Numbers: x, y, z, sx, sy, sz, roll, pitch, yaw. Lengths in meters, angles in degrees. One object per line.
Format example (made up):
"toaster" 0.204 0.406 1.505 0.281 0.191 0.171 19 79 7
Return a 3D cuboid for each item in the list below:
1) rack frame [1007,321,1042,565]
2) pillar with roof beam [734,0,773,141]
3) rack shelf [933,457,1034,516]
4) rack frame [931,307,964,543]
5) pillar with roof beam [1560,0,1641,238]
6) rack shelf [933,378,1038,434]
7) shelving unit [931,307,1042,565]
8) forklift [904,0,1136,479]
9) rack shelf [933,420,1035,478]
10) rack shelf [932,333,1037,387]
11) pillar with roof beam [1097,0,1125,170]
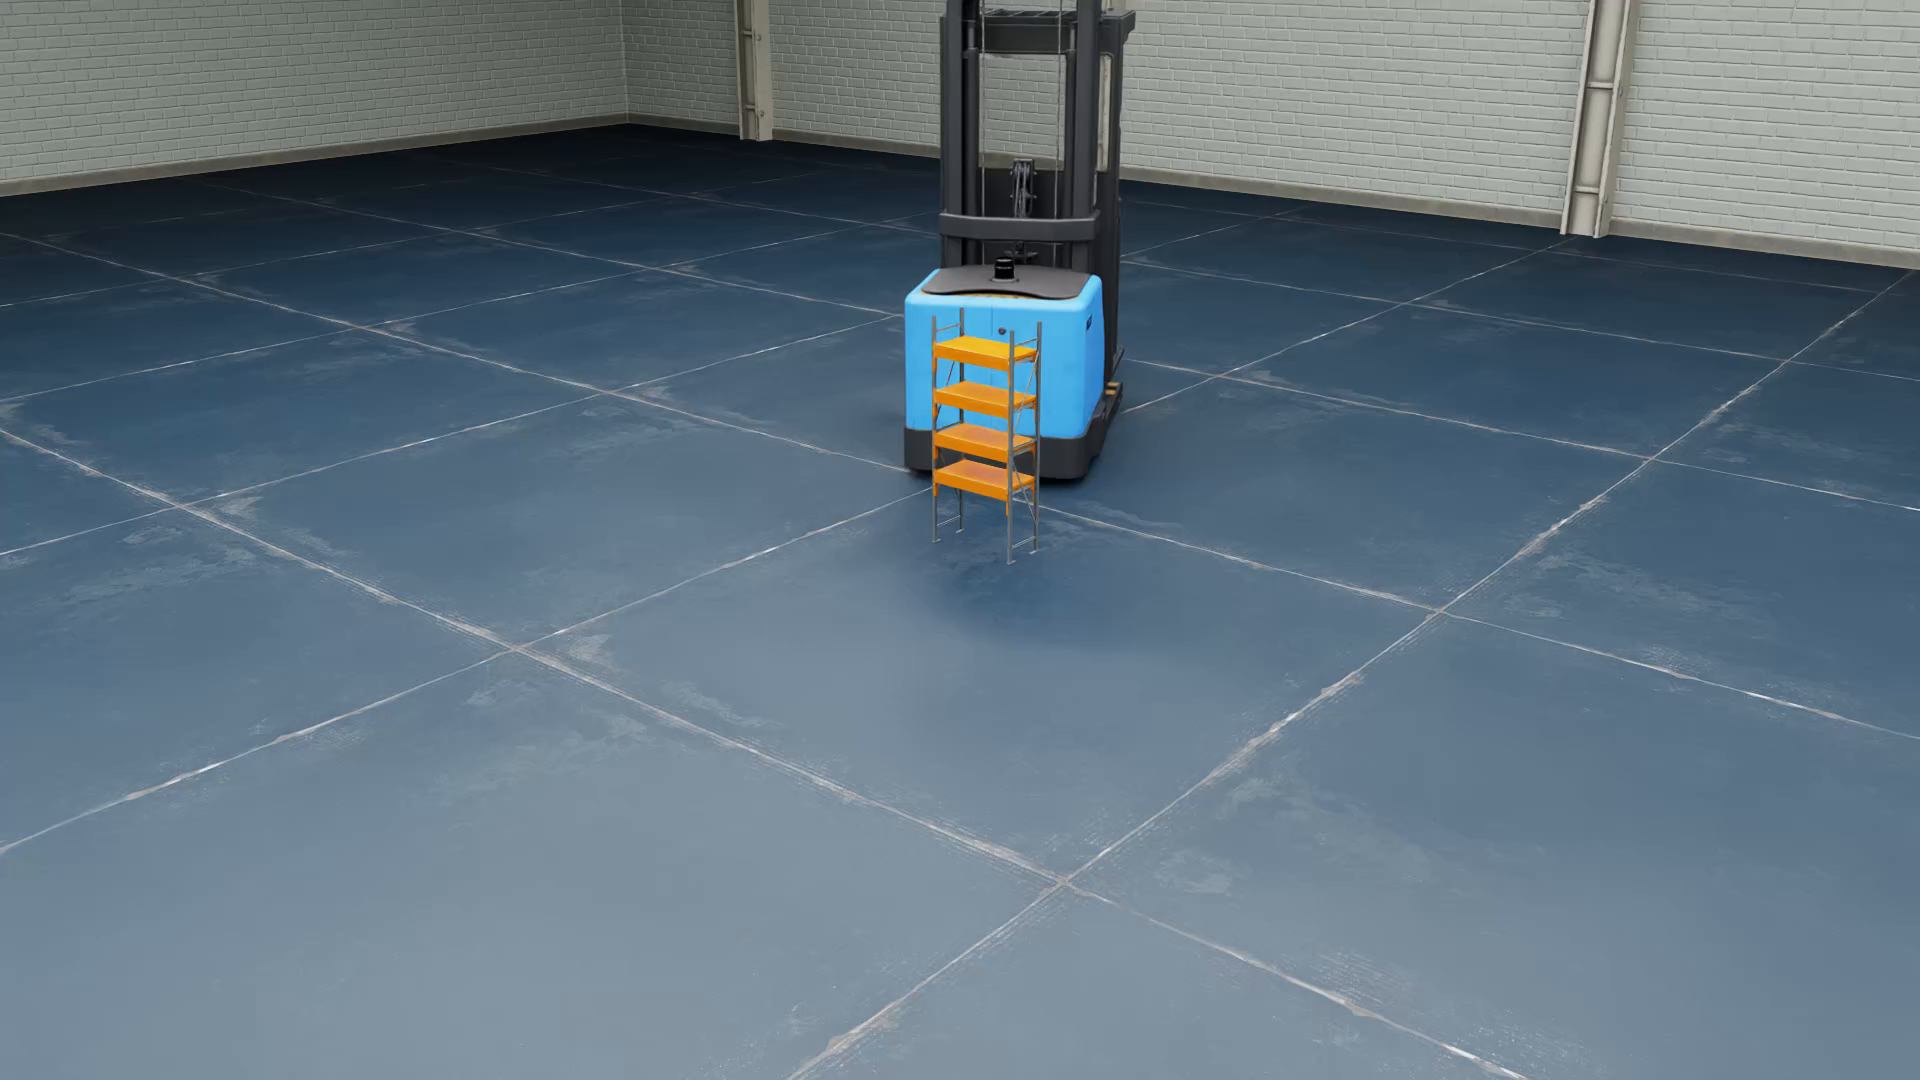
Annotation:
"rack frame" 0.317 -0.470 8.214 0.015 1.200 0.240 16 26 36
"pillar with roof beam" -5.659 -8.830 19.330 0.400 9.000 9.100 16 26 36
"rack shelf" 0.128 -0.276 8.452 0.480 0.148 0.258 16 26 36
"rack frame" -0.061 -0.579 8.503 0.015 1.200 0.240 16 26 36
"pillar with roof beam" 3.638 -6.153 12.230 0.400 9.000 9.100 16 26 36
"rack shelf" 0.128 -0.671 8.303 0.480 0.148 0.258 16 26 36
"shelving unit" 0.128 -0.524 8.359 0.503 1.200 0.258 16 26 36
"forklift" 0.470 -2.201 10.351 1.130 2.935 3.031 4 21 11
"rack shelf" 0.128 -0.462 8.382 0.480 0.148 0.258 16 26 36
"rack shelf" 0.128 -0.892 8.220 0.480 0.148 0.258 16 26 36
"pillar with roof beam" -1.011 -7.491 15.780 0.400 9.000 9.100 16 26 36
